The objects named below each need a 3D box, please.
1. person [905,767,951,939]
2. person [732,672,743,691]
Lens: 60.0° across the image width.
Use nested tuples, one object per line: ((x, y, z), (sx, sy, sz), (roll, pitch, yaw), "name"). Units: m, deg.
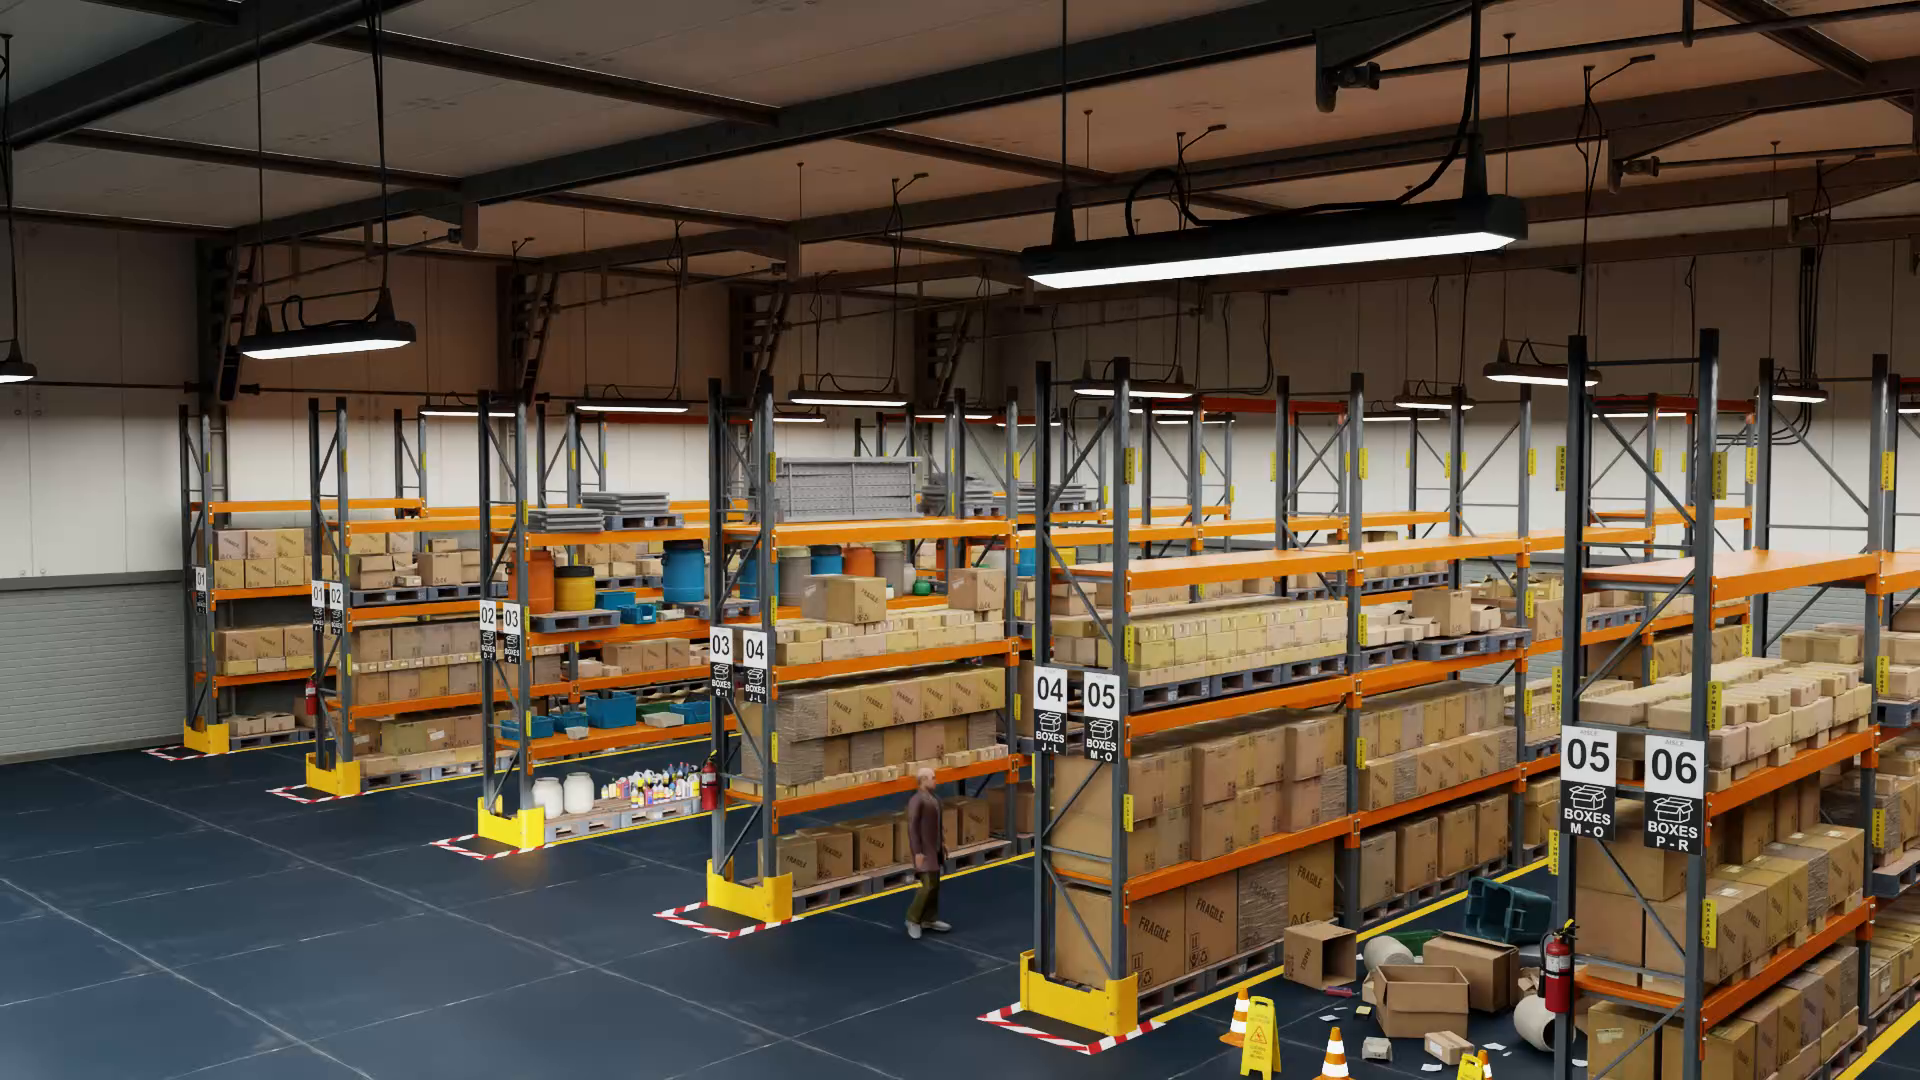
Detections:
((-0.350, 3.327, 17.845), (0.445, 1.779, 0.672), (1, 3, 23), "person")
((-4.729, 2.464, 35.194), (0.621, 1.841, 0.434), (-2, 4, -37), "person")
